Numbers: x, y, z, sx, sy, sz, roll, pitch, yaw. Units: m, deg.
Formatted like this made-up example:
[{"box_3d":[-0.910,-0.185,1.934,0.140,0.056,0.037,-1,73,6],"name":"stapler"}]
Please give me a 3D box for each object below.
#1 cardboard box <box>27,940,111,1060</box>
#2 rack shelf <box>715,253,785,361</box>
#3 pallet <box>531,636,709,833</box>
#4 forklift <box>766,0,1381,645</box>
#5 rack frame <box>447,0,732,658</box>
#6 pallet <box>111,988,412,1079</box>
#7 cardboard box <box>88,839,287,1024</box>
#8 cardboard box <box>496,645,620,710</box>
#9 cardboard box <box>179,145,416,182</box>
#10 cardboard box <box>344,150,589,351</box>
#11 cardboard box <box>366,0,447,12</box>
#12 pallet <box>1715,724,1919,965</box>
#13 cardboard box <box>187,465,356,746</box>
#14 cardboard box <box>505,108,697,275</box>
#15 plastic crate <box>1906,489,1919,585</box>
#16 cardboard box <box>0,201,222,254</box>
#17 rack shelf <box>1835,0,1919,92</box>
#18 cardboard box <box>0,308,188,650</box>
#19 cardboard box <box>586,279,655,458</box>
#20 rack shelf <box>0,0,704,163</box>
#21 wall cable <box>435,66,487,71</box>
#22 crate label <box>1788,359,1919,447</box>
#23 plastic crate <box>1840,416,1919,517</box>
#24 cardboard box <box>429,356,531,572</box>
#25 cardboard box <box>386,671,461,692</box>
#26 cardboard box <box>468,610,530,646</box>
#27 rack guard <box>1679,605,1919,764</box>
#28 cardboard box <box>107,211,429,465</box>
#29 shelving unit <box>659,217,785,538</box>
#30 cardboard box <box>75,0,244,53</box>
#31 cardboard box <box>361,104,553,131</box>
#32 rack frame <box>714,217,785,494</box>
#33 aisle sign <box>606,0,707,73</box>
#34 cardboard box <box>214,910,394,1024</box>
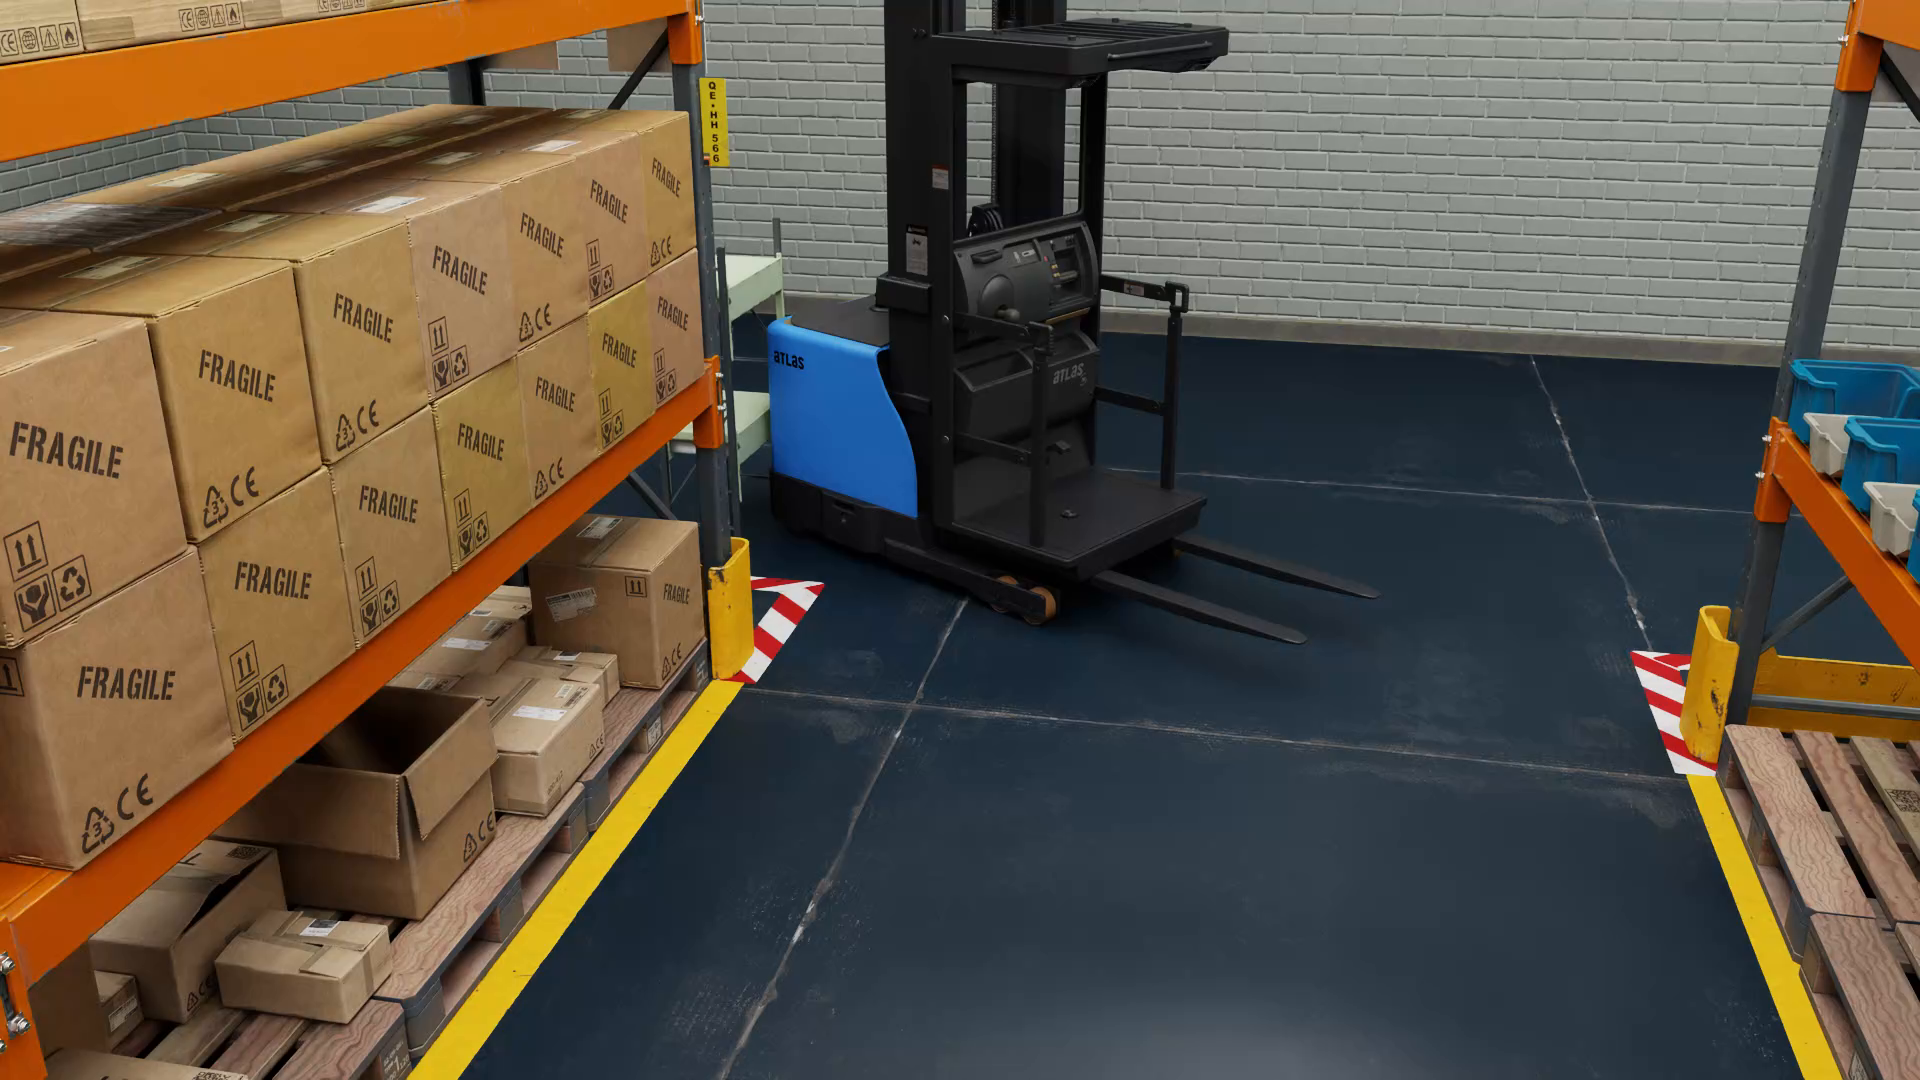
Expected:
[{"box_3d":[-2.444,1.246,4.001,0.500,0.500,0.500,4,22,11],"name":"cardboard box"},{"box_3d":[-1.190,-1.168,8.196,0.431,0.370,0.720,5,22,14],"name":"rack shelf"},{"box_3d":[-1.643,0.671,6.406,1.003,0.211,1.213,4,22,11],"name":"pallet"},{"box_3d":[0.469,-1.203,7.418,3.031,2.935,1.130,18,28,38],"name":"forklift"},{"box_3d":[-1.466,-0.942,6.678,1.000,3.000,0.127,4,22,11],"name":"rack frame"},{"box_3d":[-2.141,1.563,4.190,1.003,0.211,1.213,4,22,11],"name":"pallet"},{"box_3d":[-2.291,1.060,4.718,0.500,0.311,0.500,4,22,11],"name":"cardboard box"},{"box_3d":[-1.507,0.527,6.234,0.380,0.166,0.250,4,22,11],"name":"cardboard box"},{"box_3d":[-2.021,-0.936,5.190,0.500,0.500,0.500,5,22,12],"name":"cardboard box"},{"box_3d":[-1.491,-0.894,5.085,0.500,0.500,0.500,5,22,12],"name":"cardboard box"},{"box_3d":[-1.633,-1.508,4.269,0.500,0.250,0.500,4,22,11],"name":"cardboard box"},{"box_3d":[3.176,1.029,5.516,1.003,0.211,1.213,4,22,11],"name":"pallet"},{"box_3d":[-1.810,0.121,3.903,0.500,0.500,0.500,5,22,12],"name":"cardboard box"},{"box_3d":[-1.288,-1.269,6.016,0.500,0.500,0.500,4,22,10],"name":"cardboard box"},{"box_3d":[2.741,0.033,4.399,0.416,0.233,0.300,4,22,11],"name":"plastic crate"},{"box_3d":[-2.228,-0.566,4.271,0.500,0.500,0.500,5,22,11],"name":"cardboard box"},{"box_3d":[2.974,-0.889,3.495,1.077,0.370,4.000,4,22,11],"name":"rack shelf"},{"box_3d":[-1.911,-0.140,3.215,0.500,0.500,0.500,5,22,12],"name":"cardboard box"},{"box_3d":[-1.393,-0.614,5.729,0.500,0.500,0.500,5,22,11],"name":"cardboard box"},{"box_3d":[-1.874,-1.268,4.436,1.077,0.370,4.000,4,22,11],"name":"rack shelf"},{"box_3d":[-4.812,-4.702,12.140,3.097,2.526,0.112,4,22,11],"name":"wall cable"},{"box_3d":[3.010,-0.448,5.595,0.416,0.233,0.303,4,22,11],"name":"crate label"},{"box_3d":[2.875,-0.207,4.997,0.416,0.233,0.300,4,22,11],"name":"plastic crate"},{"box_3d":[-1.604,-0.248,4.819,0.500,0.500,0.500,4,22,10],"name":"cardboard box"},{"box_3d":[-2.059,0.672,5.761,0.500,0.250,0.500,4,22,11],"name":"cardboard box"},{"box_3d":[-1.939,0.386,6.583,0.380,0.166,0.250,4,22,11],"name":"cardboard box"},{"box_3d":[3.374,0.587,6.228,1.175,0.500,0.348,4,22,11],"name":"rack guard"},{"box_3d":[-1.700,-0.517,4.150,0.500,0.500,0.500,4,22,9],"name":"cardboard box"},{"box_3d":[-1.187,-0.806,8.341,0.431,1.500,0.755,5,22,14],"name":"shelving unit"},{"box_3d":[-1.835,-1.143,3.361,0.500,0.250,0.500,4,22,11],"name":"cardboard box"},{"box_3d":[-1.815,-1.310,6.119,0.500,0.500,0.500,5,23,13],"name":"cardboard box"},{"box_3d":[-1.094,-0.938,8.670,0.400,1.500,0.023,5,22,14],"name":"rack frame"},{"box_3d":[-1.152,-2.150,6.196,0.394,0.787,0.004,4,22,11],"name":"aisle sign"},{"box_3d":[-1.818,1.177,4.620,0.380,0.166,0.250,4,22,11],"name":"cardboard box"}]
